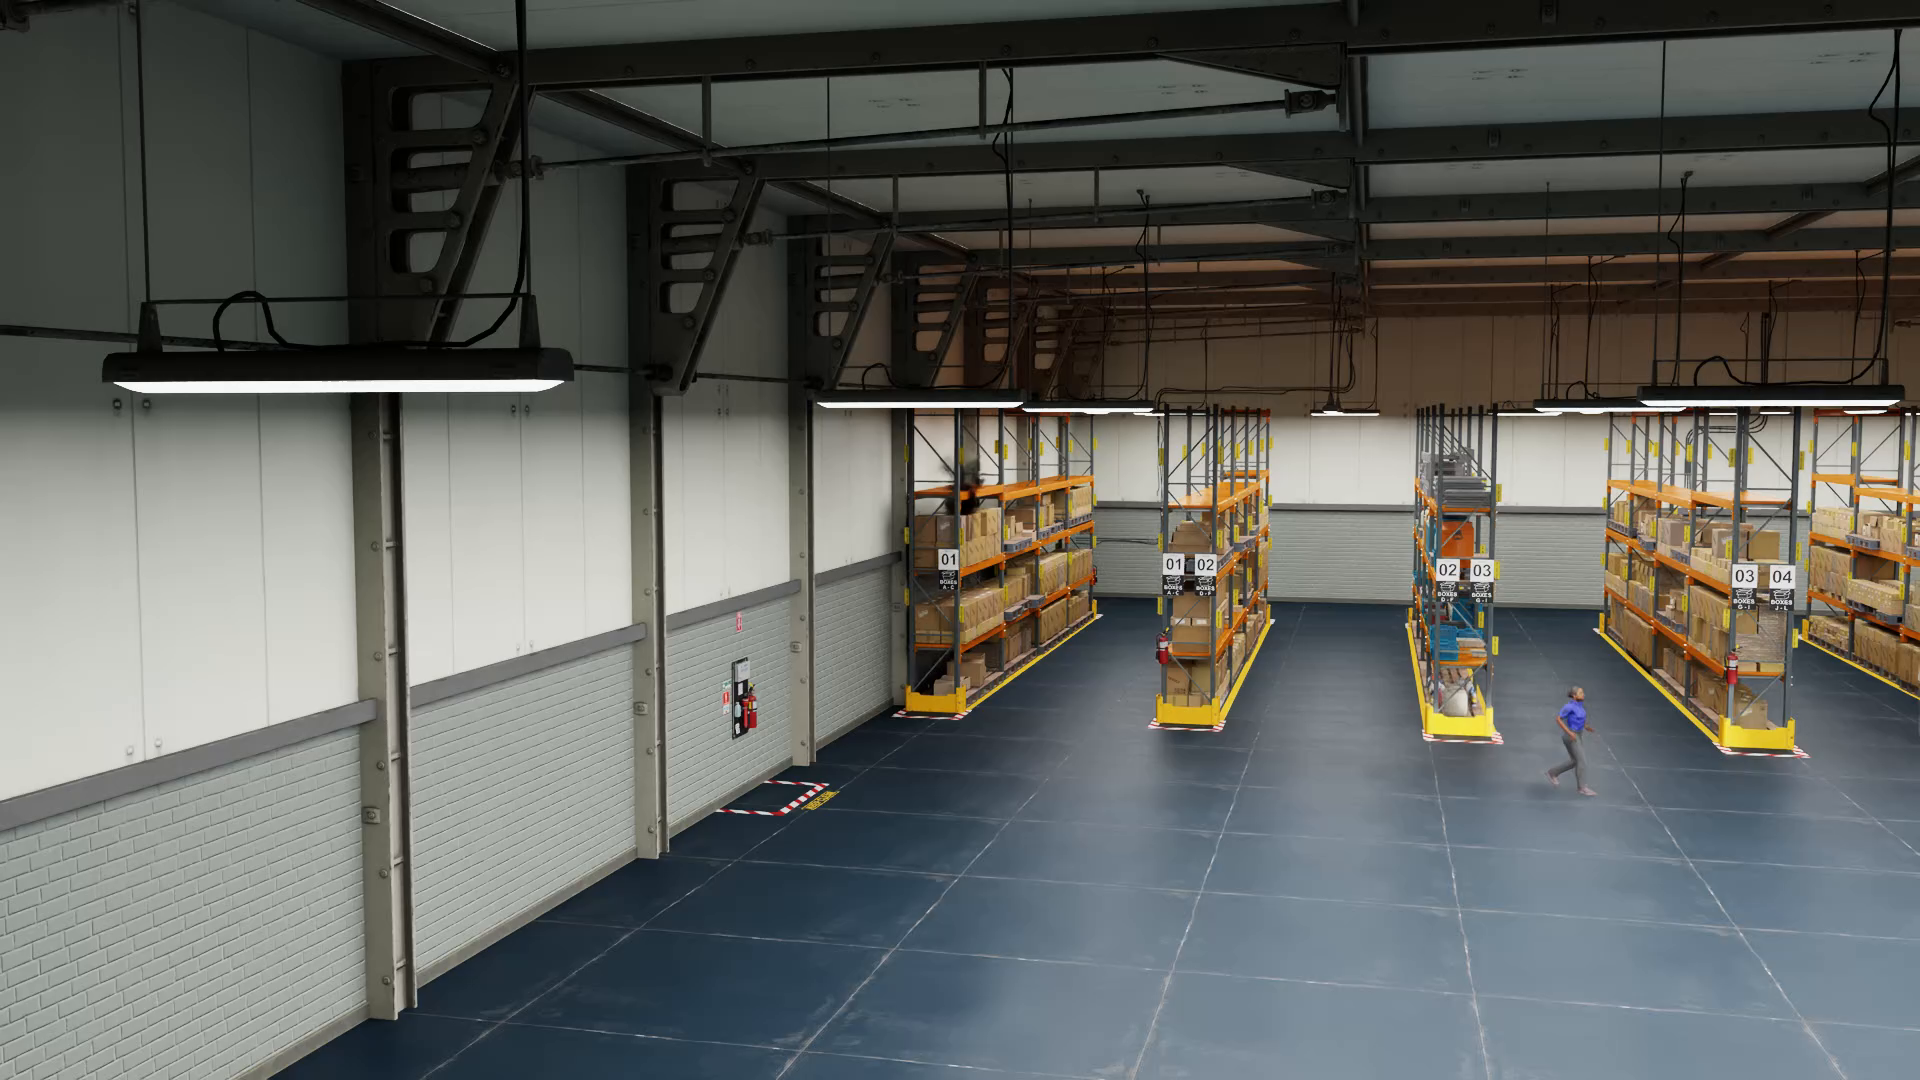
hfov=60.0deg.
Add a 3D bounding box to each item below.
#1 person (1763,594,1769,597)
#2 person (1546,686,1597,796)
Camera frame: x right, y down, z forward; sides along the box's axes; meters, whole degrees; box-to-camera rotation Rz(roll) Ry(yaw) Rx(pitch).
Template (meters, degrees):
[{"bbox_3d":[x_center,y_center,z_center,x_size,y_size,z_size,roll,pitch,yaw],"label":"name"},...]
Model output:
[{"bbox_3d":[20.588,1.821,42.666,0.644,1.661,0.833,2,5,27],"label":"person"},{"bbox_3d":[9.355,3.044,25.437,0.809,1.647,0.597,3,5,38],"label":"person"}]
